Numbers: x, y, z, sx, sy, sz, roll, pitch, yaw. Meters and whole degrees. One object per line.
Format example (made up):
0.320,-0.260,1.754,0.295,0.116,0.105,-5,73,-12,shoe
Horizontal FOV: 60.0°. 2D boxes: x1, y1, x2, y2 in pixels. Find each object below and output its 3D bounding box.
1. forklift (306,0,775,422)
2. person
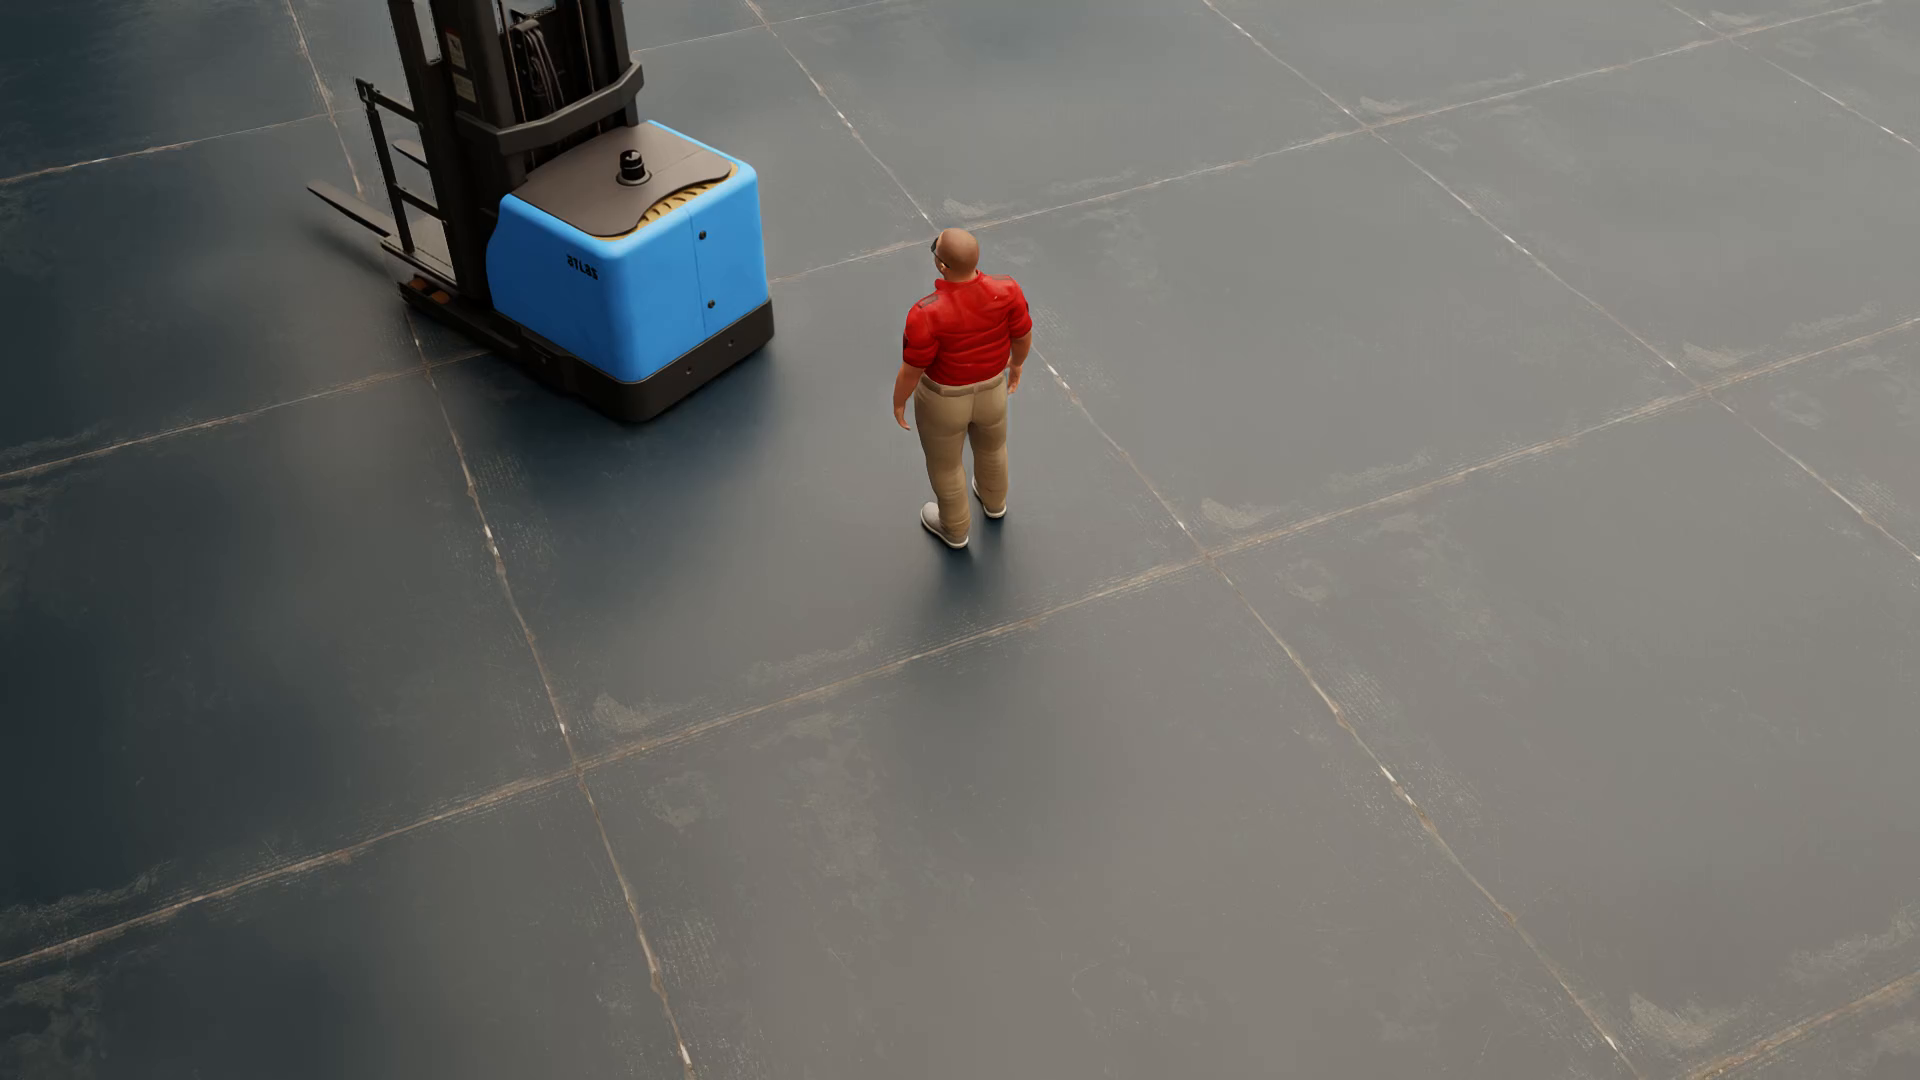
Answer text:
-2.453,-2.516,8.376,3.031,2.935,1.130,29,50,28,forklift
-0.027,-0.696,7.296,0.642,1.727,0.550,-18,46,-18,person
